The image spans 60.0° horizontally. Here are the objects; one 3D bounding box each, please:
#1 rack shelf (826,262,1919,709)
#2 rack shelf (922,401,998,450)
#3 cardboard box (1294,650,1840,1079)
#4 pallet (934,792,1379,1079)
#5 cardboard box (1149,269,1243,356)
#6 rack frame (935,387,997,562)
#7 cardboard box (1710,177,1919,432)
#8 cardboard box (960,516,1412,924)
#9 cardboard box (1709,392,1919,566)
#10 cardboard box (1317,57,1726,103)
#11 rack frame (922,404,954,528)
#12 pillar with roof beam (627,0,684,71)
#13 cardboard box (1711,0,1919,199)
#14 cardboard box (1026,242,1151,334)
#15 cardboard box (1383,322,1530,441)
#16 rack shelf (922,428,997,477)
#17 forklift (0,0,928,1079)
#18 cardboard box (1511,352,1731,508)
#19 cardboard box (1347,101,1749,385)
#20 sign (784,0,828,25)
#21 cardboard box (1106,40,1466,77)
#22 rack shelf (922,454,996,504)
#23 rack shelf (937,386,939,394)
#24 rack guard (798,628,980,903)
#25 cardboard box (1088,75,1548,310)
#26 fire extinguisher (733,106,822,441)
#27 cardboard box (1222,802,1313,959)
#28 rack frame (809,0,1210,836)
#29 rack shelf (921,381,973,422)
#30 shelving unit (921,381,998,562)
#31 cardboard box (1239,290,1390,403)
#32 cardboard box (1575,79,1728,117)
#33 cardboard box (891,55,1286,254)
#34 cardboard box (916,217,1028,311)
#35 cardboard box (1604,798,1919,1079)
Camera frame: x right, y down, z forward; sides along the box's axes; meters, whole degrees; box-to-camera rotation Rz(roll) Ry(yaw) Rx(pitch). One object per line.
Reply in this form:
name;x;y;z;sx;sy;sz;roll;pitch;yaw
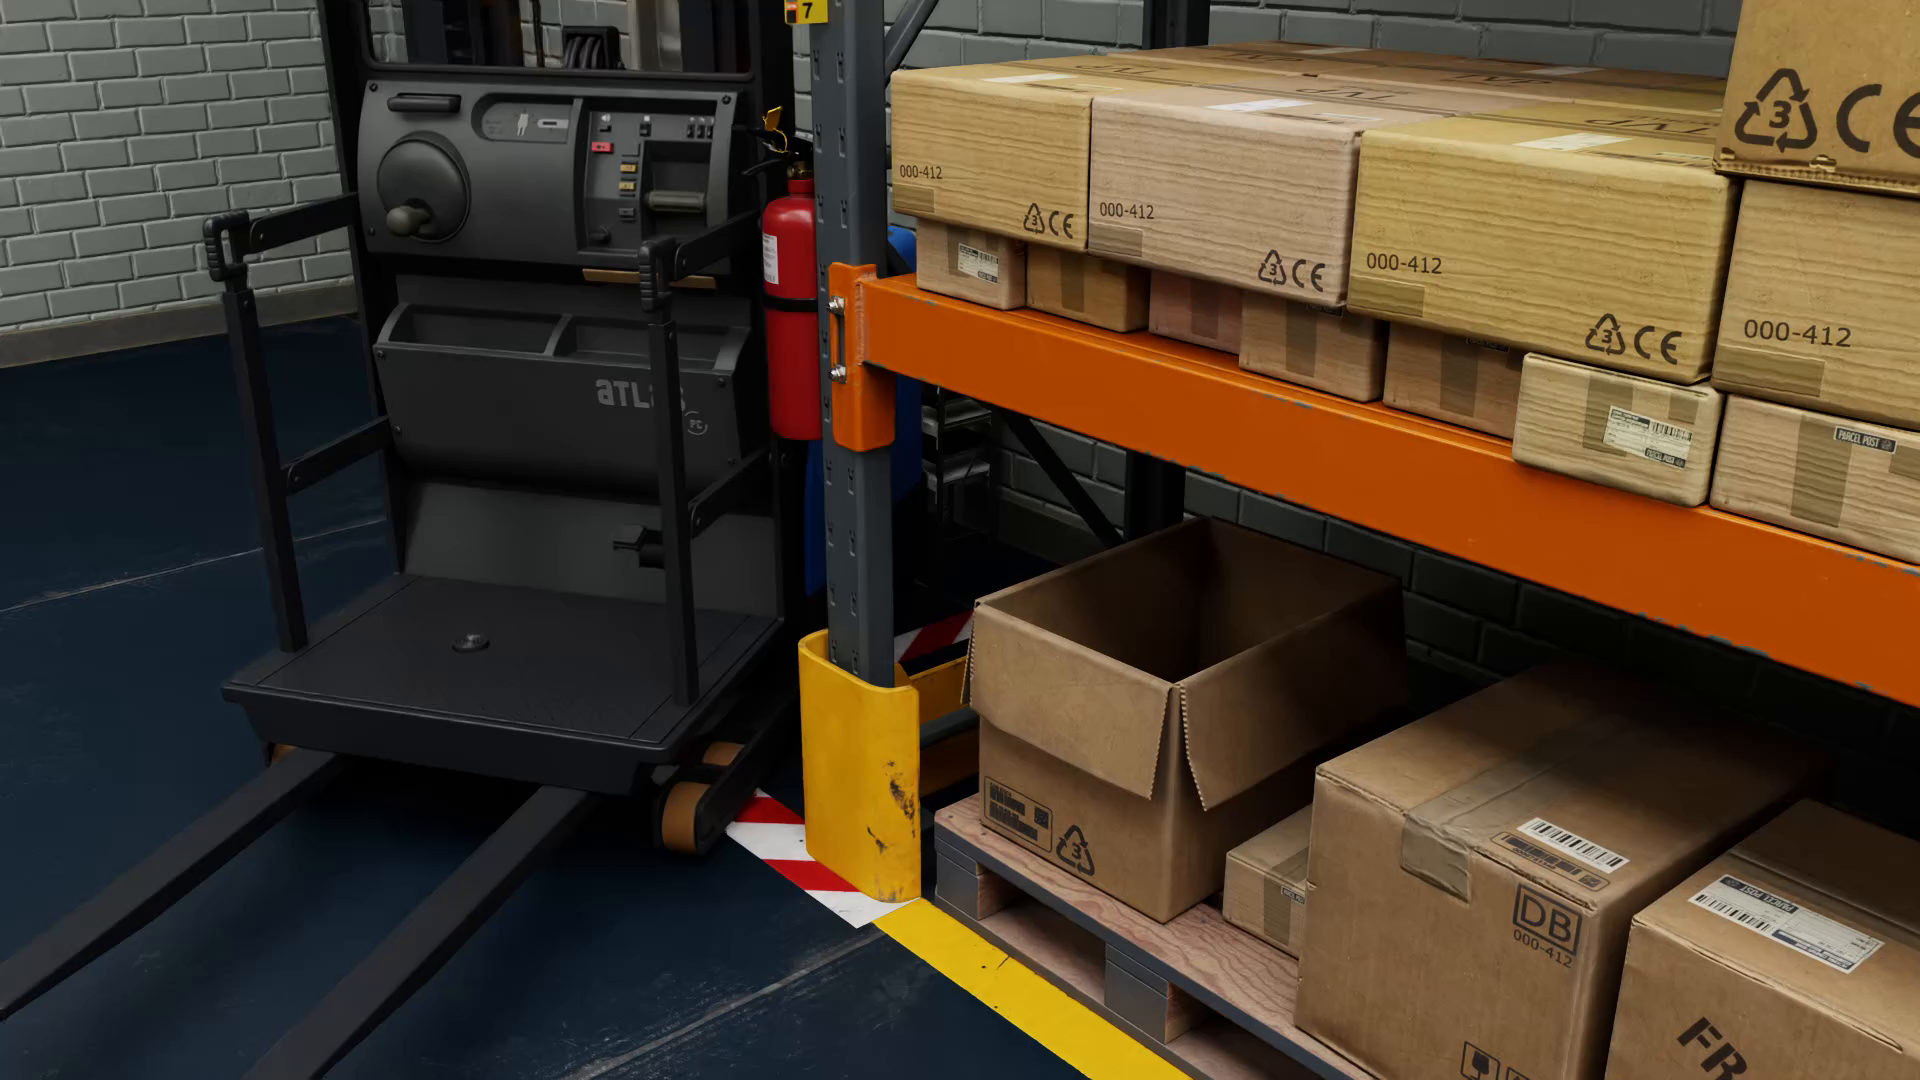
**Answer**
rack shelf;1.438;0.062;2.198;1.077;0.370;4.000;-17;27;-37
rack shelf;-0.041;-0.375;5.290;0.258;0.077;0.200;-17;29;-37
cardboard box;0.989;0.580;2.741;0.700;0.500;0.500;-16;27;-35
pallet;0.703;0.714;3.371;1.003;0.211;1.213;-17;27;-37
cardboard box;0.538;-0.428;2.809;0.380;0.149;0.250;-18;28;-38
rack frame;0.025;-0.374;5.206;0.240;0.900;0.006;-17;29;-37
cardboard box;1.237;-0.290;1.908;0.500;0.250;0.500;-18;28;-39
cardboard box;0.460;0.333;3.367;0.797;0.503;0.637;-19;28;-39
cardboard box;1.130;-0.116;2.013;0.380;0.149;0.250;-17;27;-36
cardboard box;0.970;-0.687;2.923;0.500;0.250;0.500;-17;27;-37
rack frame;-0.106;-0.437;5.347;0.240;0.900;0.006;-17;29;-37
pillar with roof beam;-4.206;-3.553;2.217;9.100;9.000;0.400;-17;27;-37
cardboard box;1.204;-0.639;1.772;0.500;0.500;0.500;-17;27;-36
cardboard box;0.341;-0.493;2.974;0.380;0.149;0.250;-17;27;-36
cardboard box;0.835;-0.272;2.410;0.380;0.149;0.250;-17;27;-37
rack shelf;-0.043;-0.292;5.325;0.258;0.077;0.200;-17;29;-37
forklift;-0.996;-0.822;3.564;1.130;2.935;3.031;6;22;15
cardboard box;0.943;-0.184;2.186;0.380;0.149;0.250;-18;28;-39
cardboard box;0.887;-0.426;2.256;0.500;0.250;0.500;-18;28;-38
sign;-0.278;-1.099;2.990;0.100;0.325;0.005;-17;27;-37
cardboard box;0.634;-0.830;3.288;0.500;0.250;0.500;-16;27;-36
rack shelf;-0.045;-0.209;5.360;0.258;0.077;0.200;-17;29;-37
rack shelf;-0.037;-0.541;5.220;0.258;0.077;0.200;-17;29;-37
rack guard;0.182;0.360;3.880;1.175;0.500;0.348;-17;27;-37
cardboard box;0.554;-0.565;2.612;0.500;0.250;0.500;-17;27;-37
fire extinguisher;-0.313;-0.546;3.383;0.296;0.674;0.183;-17;27;-37
cardboard box;0.708;0.625;3.109;0.380;0.149;0.250;-19;28;-39
rack frame;0.133;-0.825;3.478;1.000;3.000;0.127;-17;27;-37
rack shelf;-0.039;-0.458;5.255;0.258;0.077;0.200;-17;29;-37
shelving unit;-0.041;-0.406;5.277;0.258;0.900;0.210;-17;29;-37
cardboard box;0.657;-0.344;2.594;0.380;0.149;0.250;-16;27;-36
cardboard box;1.289;-0.549;2.571;0.500;0.250;0.500;-16;27;-36
cardboard box;0.225;-0.704;2.967;0.500;0.250;0.500;-17;27;-37
cardboard box;0.139;-0.552;3.125;0.380;0.149;0.250;-18;27;-38
cardboard box;1.258;0.750;2.308;0.500;0.500;0.500;-17;27;-36
